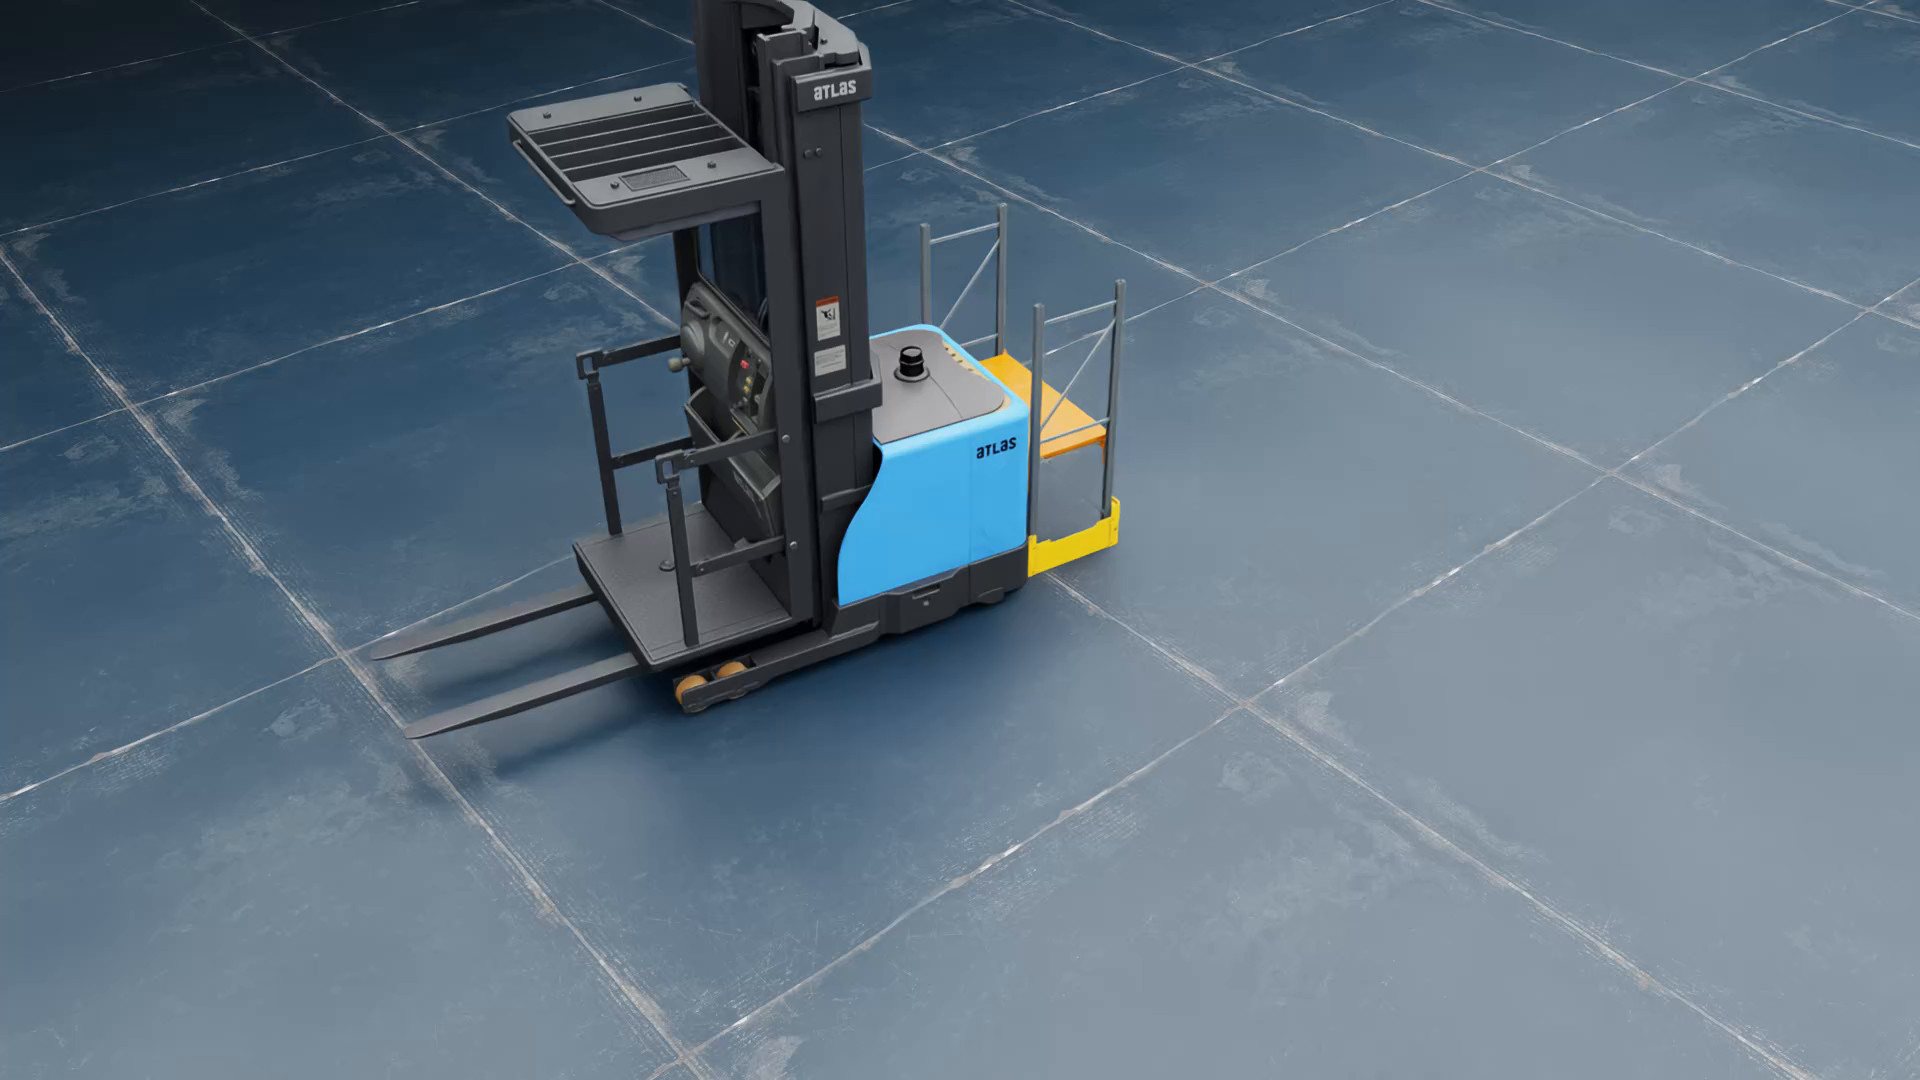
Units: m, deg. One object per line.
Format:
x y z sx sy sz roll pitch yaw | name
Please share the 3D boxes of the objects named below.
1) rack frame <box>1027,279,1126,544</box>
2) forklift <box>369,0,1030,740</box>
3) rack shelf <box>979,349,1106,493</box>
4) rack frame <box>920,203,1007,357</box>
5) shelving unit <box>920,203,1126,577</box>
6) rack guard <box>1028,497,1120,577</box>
0.554 -0.526 8.097 0.500 1.500 0.032 -20 40 -25 | rack frame
-1.201 -0.764 7.194 3.031 2.935 1.130 -18 39 -24 | forklift
0.287 -0.630 8.554 0.538 0.185 1.000 -20 40 -25 | rack shelf
0.020 -1.026 8.803 0.500 1.500 0.032 -20 40 -25 | rack frame
0.292 -0.772 8.443 0.587 1.500 1.083 -20 40 -25 | shelving unit
0.553 -0.017 8.459 0.587 0.250 0.087 -20 40 -25 | rack guard
